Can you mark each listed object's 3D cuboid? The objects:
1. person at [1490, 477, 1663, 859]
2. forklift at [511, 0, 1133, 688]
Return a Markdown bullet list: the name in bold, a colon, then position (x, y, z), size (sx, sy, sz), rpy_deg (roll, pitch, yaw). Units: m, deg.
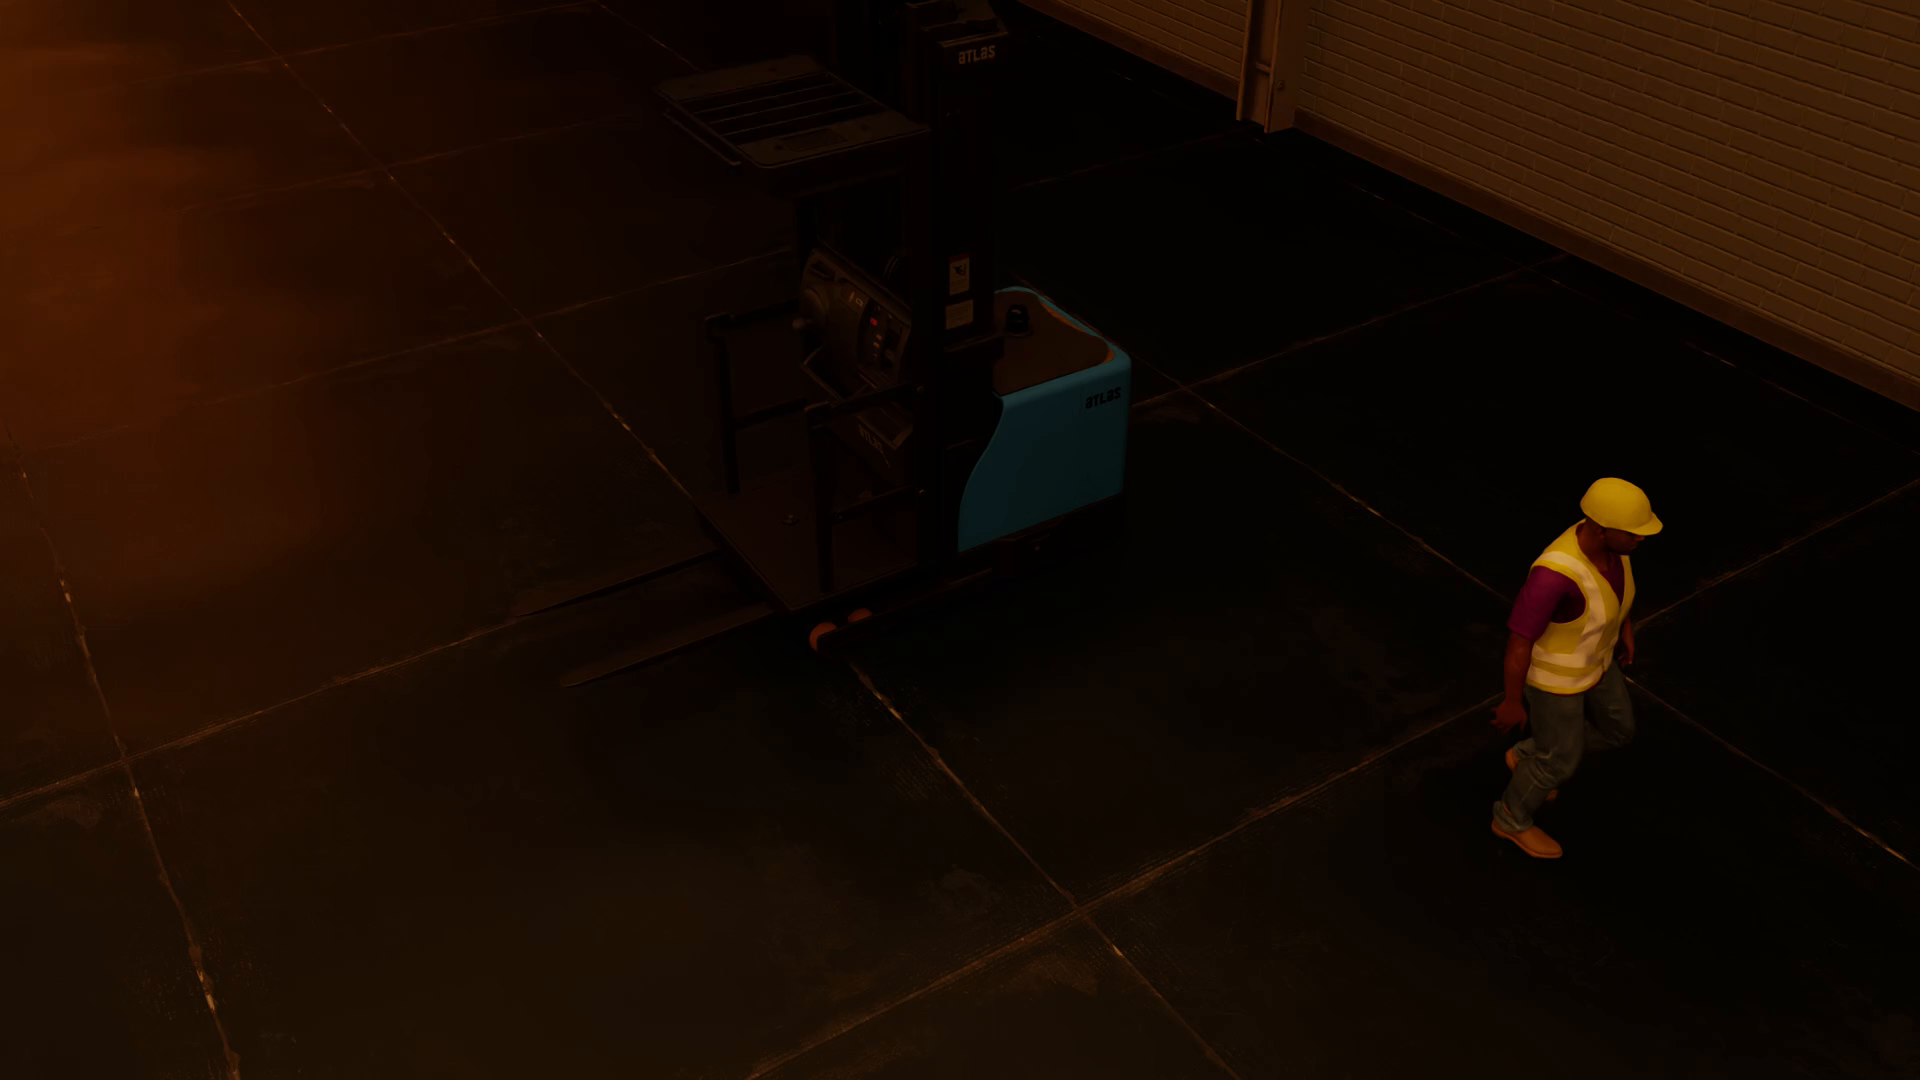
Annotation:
- **person**: position (2.404, 0.505, 6.462), size (0.462, 1.746, 0.736), rpy_deg (26, 43, 32)
- **forklift**: position (-0.660, -0.991, 7.558), size (3.031, 2.935, 1.130), rpy_deg (-20, 40, -26)
